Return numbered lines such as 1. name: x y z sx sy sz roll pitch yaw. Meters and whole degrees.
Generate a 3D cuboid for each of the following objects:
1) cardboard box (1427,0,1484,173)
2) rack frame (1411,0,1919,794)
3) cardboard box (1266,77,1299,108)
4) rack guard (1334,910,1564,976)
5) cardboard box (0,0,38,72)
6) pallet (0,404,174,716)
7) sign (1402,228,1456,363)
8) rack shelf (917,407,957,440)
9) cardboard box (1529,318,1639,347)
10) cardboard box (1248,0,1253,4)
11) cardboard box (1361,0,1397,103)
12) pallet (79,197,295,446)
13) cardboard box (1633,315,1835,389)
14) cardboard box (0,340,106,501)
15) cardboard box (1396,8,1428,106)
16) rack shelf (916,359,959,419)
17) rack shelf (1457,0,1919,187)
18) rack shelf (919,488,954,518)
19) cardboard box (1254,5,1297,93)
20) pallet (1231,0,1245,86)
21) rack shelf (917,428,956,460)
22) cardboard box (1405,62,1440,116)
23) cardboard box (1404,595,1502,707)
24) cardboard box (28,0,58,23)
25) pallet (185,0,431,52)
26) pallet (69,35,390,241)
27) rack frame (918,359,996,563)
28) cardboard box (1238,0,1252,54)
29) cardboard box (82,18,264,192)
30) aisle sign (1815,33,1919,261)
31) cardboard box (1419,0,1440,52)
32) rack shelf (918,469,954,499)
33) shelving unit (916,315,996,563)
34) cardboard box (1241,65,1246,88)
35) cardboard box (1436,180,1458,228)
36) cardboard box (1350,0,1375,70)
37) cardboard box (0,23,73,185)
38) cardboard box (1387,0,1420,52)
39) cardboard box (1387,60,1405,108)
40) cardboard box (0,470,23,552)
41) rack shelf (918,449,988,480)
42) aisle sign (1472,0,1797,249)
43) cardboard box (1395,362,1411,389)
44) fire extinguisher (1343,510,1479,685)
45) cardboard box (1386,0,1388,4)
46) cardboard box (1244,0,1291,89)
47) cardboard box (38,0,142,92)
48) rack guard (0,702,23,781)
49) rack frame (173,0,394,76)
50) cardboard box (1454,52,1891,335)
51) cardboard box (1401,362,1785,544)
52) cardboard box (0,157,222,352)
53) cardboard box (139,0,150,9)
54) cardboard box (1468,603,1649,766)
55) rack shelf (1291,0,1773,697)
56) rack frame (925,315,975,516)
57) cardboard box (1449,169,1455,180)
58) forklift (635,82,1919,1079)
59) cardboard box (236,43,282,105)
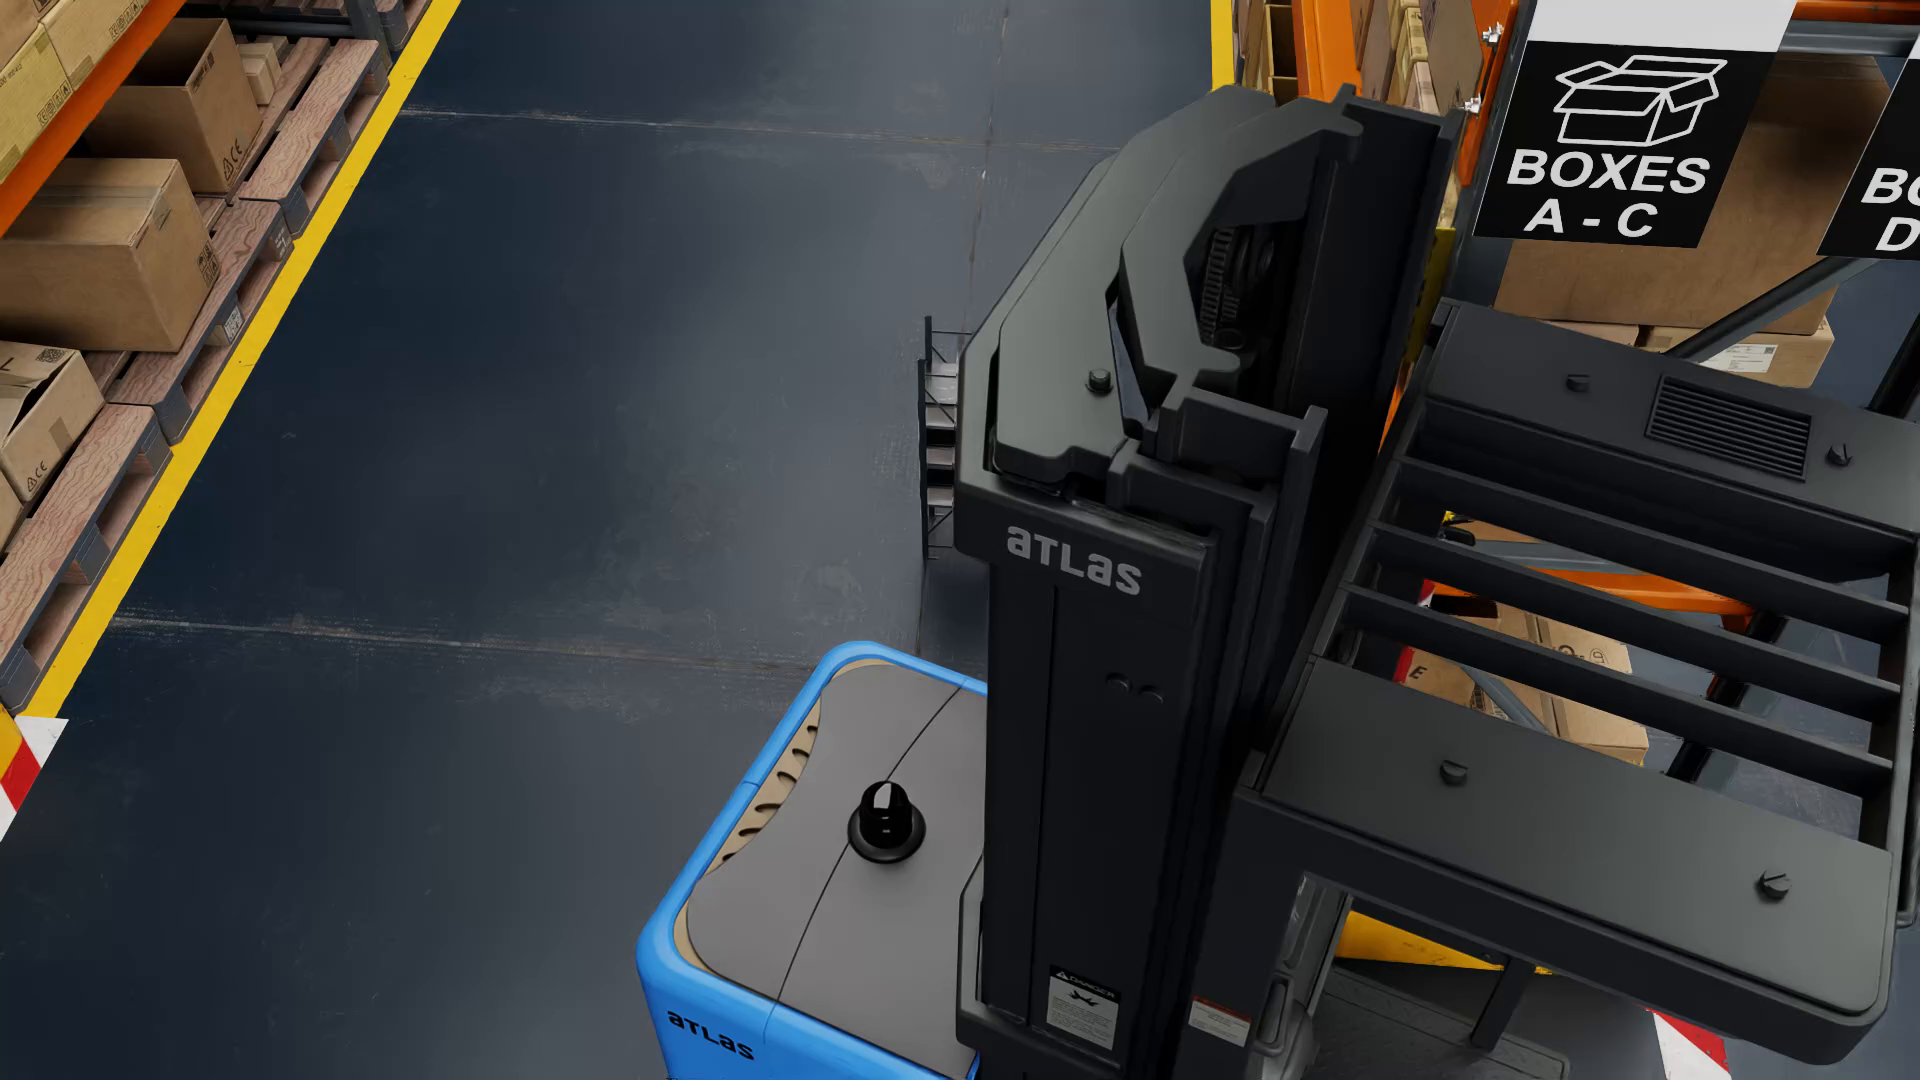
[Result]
1. cardboard box: 1.518 -1.190 3.859 0.700 0.500 0.500 3 48 3
2. rack frame: 1.415 0.050 3.672 1.000 3.000 0.127 4 48 4
3. cardboard box: 1.335 -1.302 5.979 0.500 0.500 0.500 4 48 4
4. rack guard: 1.413 0.911 4.578 1.175 0.500 0.348 4 48 4
5. cardboard box: -3.067 -1.562 4.726 0.500 0.500 0.500 2 48 2
6. pallet: -3.402 0.010 5.598 1.003 0.211 1.213 4 48 4
7. sign: 0.876 -0.468 3.200 0.100 0.325 0.005 4 48 4
8. rack shelf: 0.001 -0.409 5.315 0.258 0.077 0.200 4 48 4
9. cardboard box: 1.260 -0.497 3.664 0.380 0.149 0.250 3 48 3
10. cardboard box: 1.531 -2.610 7.303 0.500 0.311 0.500 4 48 4
11. cardboard box: 1.609 -1.464 4.989 0.700 0.500 0.500 5 48 5
12. pallet: -3.288 -0.884 6.416 1.003 0.211 1.213 4 48 4
13. cardboard box: 1.665 -0.477 3.646 0.380 0.149 0.250 4 48 3
14. cardboard box: -3.314 -0.443 5.647 0.500 0.311 0.500 7 48 7
15. cardboard box: 1.355 -1.255 4.357 0.380 0.149 0.250 5 48 5
16. rack shelf: 0.001 -0.469 5.249 0.258 0.077 0.200 4 48 4
17. rack shelf: 1.597 -2.190 4.175 1.077 0.370 4.000 4 48 4
18. rack shelf: 0.001 -0.166 5.581 0.258 0.077 0.200 4 48 4
19. cardboard box: 1.388 -1.669 6.314 0.500 0.500 0.500 4 48 4
20. pallet: 1.808 -2.493 7.887 1.003 0.211 1.213 4 48 4
21. rack shelf: 0.001 -0.348 5.382 0.258 0.077 0.200 4 48 4
22. cardboard box: 1.331 -1.062 4.181 0.380 0.149 0.250 4 48 4
23. cardboard box: 1.168 0.169 4.634 0.500 0.500 0.500 4 48 4
24. cardboard box: -3.032 -1.943 5.074 0.500 0.500 0.500 5 48 5
25. pallet: -3.084 -2.851 8.215 1.003 0.211 1.213 4 48 4
26. pallet: -3.180 -1.783 7.238 1.003 0.211 1.213 4 48 4
27. rack frame: -0.009 -0.235 5.355 0.240 0.900 0.006 4 48 4
28. cardboard box: 1.529 -2.428 7.516 0.500 0.250 0.500 3 48 3
29. cardboard box: -3.208 -1.760 6.722 0.500 0.500 0.500 1 48 1
30. aisle sign: 1.714 -0.759 2.650 0.394 0.787 0.004 4 48 4
31. cardboard box: 1.563 -1.560 4.197 0.700 0.500 0.500 4 48 4
32. rack shelf: 0.001 -0.226 5.514 0.258 0.077 0.200 4 48 4
33. shelving unit: 0.001 -0.310 5.423 0.258 0.900 0.210 4 48 4
34. cardboard box: 1.436 -1.783 6.927 0.500 0.250 0.500 4 48 4
35. cardboard box: 1.283 -0.689 3.840 0.380 0.149 0.250 5 48 5
36. cardboard box: 1.654 -1.841 5.333 0.700 0.500 0.500 5 48 4
37. cardboard box: -3.072 -1.331 5.022 0.500 0.250 0.500 3 48 3
38. cardboard box: 1.377 -1.448 4.534 0.380 0.149 0.250 5 48 5
39. cardboard box: 1.565 -1.077 4.635 0.700 0.500 0.500 4 48 4
40. cardboard box: -3.366 -0.024 5.263 0.500 0.311 0.500 -1 48 -1
41. rack shelf: 0.001 -0.287 5.448 0.258 0.077 0.200 4 48 4
42. aisle sign: 1.117 -0.799 2.687 0.394 0.787 0.004 4 48 4
43. cardboard box: 1.514 -0.713 4.301 0.700 0.500 0.500 5 48 5
44. fire extinguisher: 0.942 0.131 3.650 0.296 0.674 0.183 4 48 4
45. cardboard box: 1.399 -1.637 4.707 0.380 0.149 0.250 3 48 3
46. cardboard box: 1.426 -2.037 6.651 0.500 0.500 0.500 4 48 4
47. cardboard box: -3.024 -1.702 5.362 0.500 0.250 0.500 4 48 4
48. rack guard: -3.511 0.507 4.948 1.175 0.500 0.348 4 48 4
49. rack frame: -3.154 -3.220 6.662 1.000 3.000 0.127 4 48 4
50. cardboard box: 1.475 -0.803 3.505 0.700 0.500 0.500 4 48 4
51. cardboard box: 1.470 -0.326 3.948 0.700 0.500 0.500 4 48 4
52. cardboard box: -3.197 -1.043 6.067 0.700 0.500 0.500 1 48 1
53. cardboard box: -2.979 -2.072 5.700 0.500 0.250 0.500 4 48 3
54. cardboard box: 1.686 0.457 4.878 0.500 0.250 0.500 4 48 4
55. rack shelf: 1.597 -1.177 5.282 1.077 0.370 4.000 4 48 4
56. rack frame: 0.010 -0.384 5.492 0.240 0.900 0.006 4 48 4
57. cardboard box: 1.306 -0.877 4.012 0.380 0.149 0.250 3 48 3
58. forklift: 0.850 0.744 3.083 3.031 2.935 1.130 19 50 17
59. cardboard box: -3.173 -2.017 7.184 0.380 0.166 0.250 -2 48 -2
